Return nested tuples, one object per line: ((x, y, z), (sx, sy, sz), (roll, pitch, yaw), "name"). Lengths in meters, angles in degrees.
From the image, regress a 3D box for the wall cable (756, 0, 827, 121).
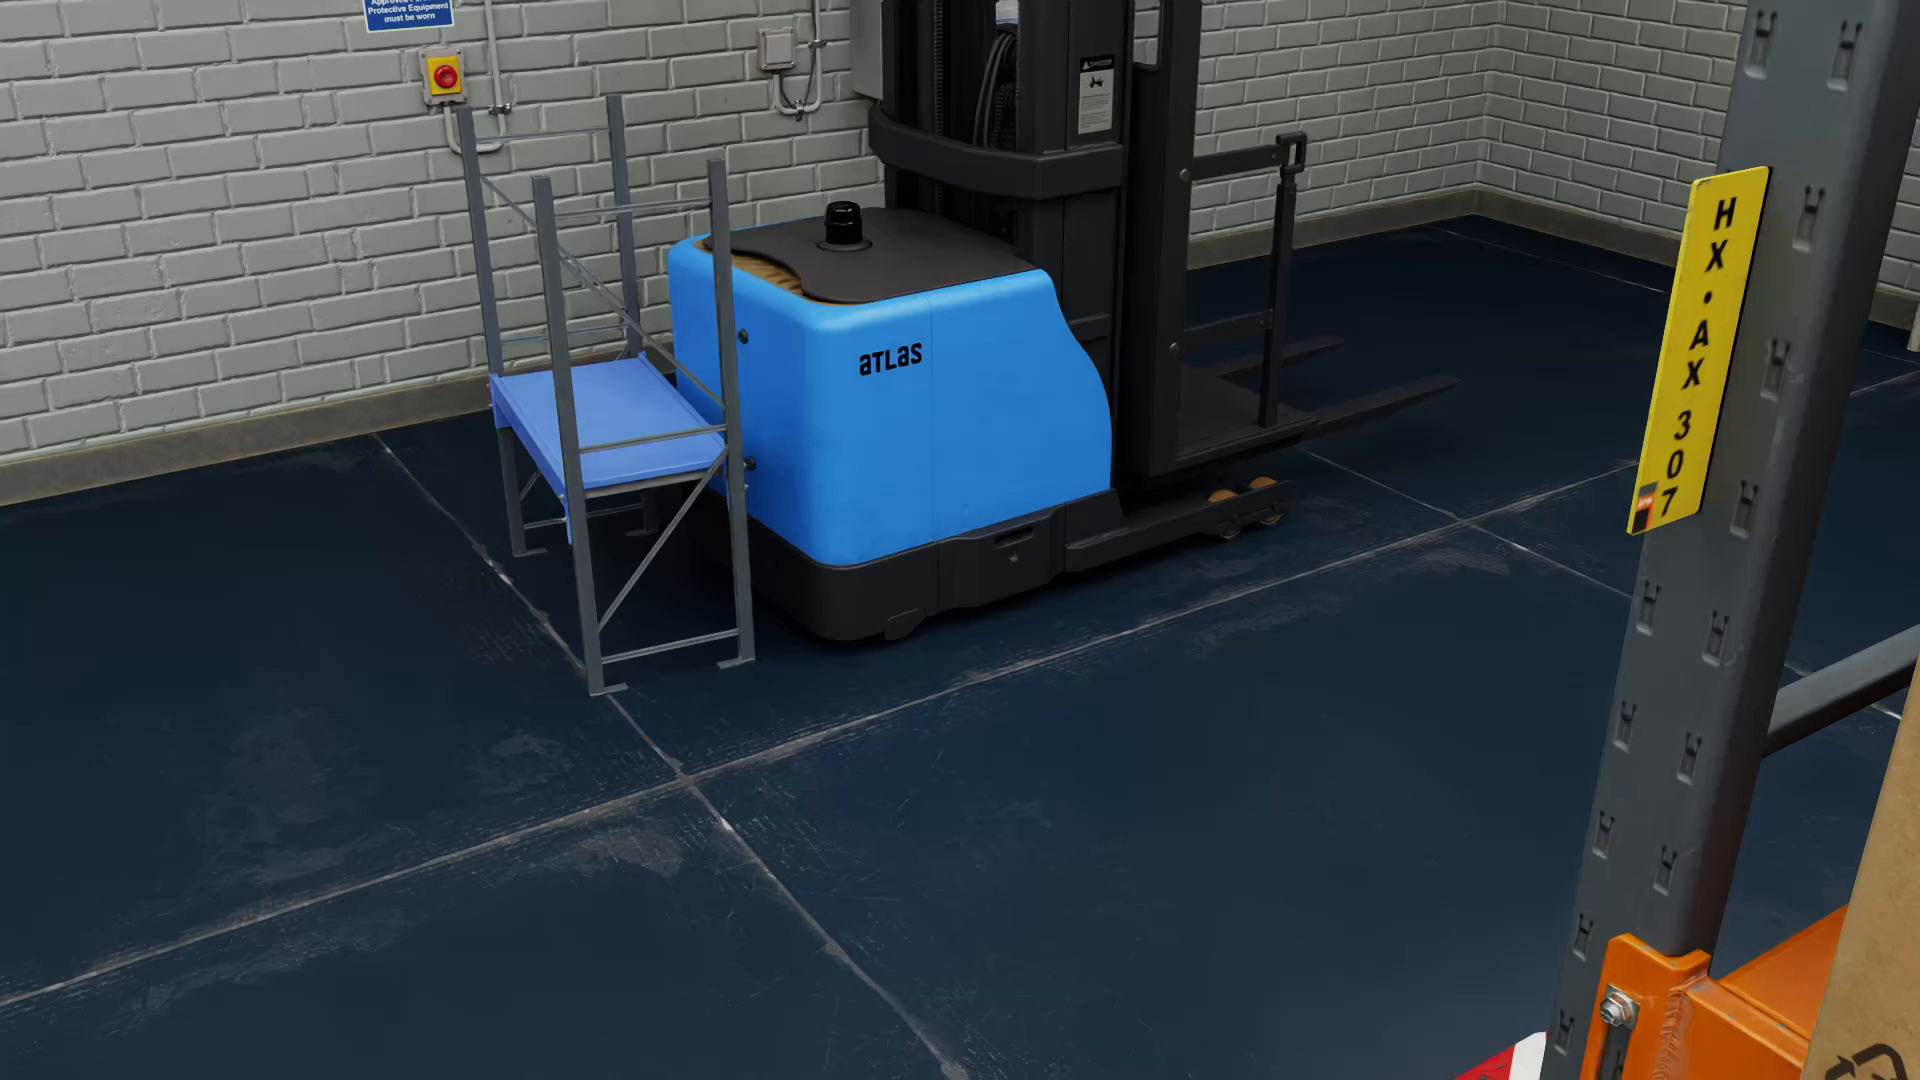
((-0.795, -2.668, 6.698), (0.588, 1.984, 0.122), (-16, 29, -30), "wall cable")

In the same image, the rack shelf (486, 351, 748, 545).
((-1.065, -0.308, 5.066), (0.538, 0.185, 1.000), (-12, 28, -23), "rack shelf")

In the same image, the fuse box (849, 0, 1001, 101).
((-0.138, -1.729, 7.407), (0.539, 1.711, 0.414), (-16, 29, -30), "fuse box")

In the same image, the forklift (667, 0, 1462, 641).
((0.558, -1.498, 5.490), (3.031, 2.935, 1.130), (-17, 30, -32), "forklift")

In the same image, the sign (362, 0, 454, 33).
((-2.051, -2.007, 6.171), (0.327, 0.218, 0.001), (-16, 29, -30), "sign")

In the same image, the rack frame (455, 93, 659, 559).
((-1.285, -0.666, 5.403), (0.500, 1.500, 0.032), (-12, 28, -23), "rack frame")

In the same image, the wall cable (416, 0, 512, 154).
((-1.977, -2.348, 5.982), (0.585, 1.953, 0.123), (-16, 29, -30), "wall cable")

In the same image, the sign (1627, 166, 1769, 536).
((0.652, -0.163, 1.474), (0.100, 0.325, 0.005), (-16, 29, -30), "sign")

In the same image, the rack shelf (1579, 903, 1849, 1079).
((2.212, 1.178, 0.583), (1.077, 0.370, 4.000), (-16, 29, -30), "rack shelf")

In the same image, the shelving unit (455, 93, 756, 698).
((-1.065, -0.470, 4.989), (0.538, 1.500, 1.048), (-12, 28, -23), "shelving unit")

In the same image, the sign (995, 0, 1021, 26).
((0.163, -2.457, 7.553), (0.329, 0.494, 0.001), (-16, 29, -30), "sign")

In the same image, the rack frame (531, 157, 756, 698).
((-0.844, -0.275, 4.575), (0.500, 1.500, 0.032), (-12, 28, -23), "rack frame")
